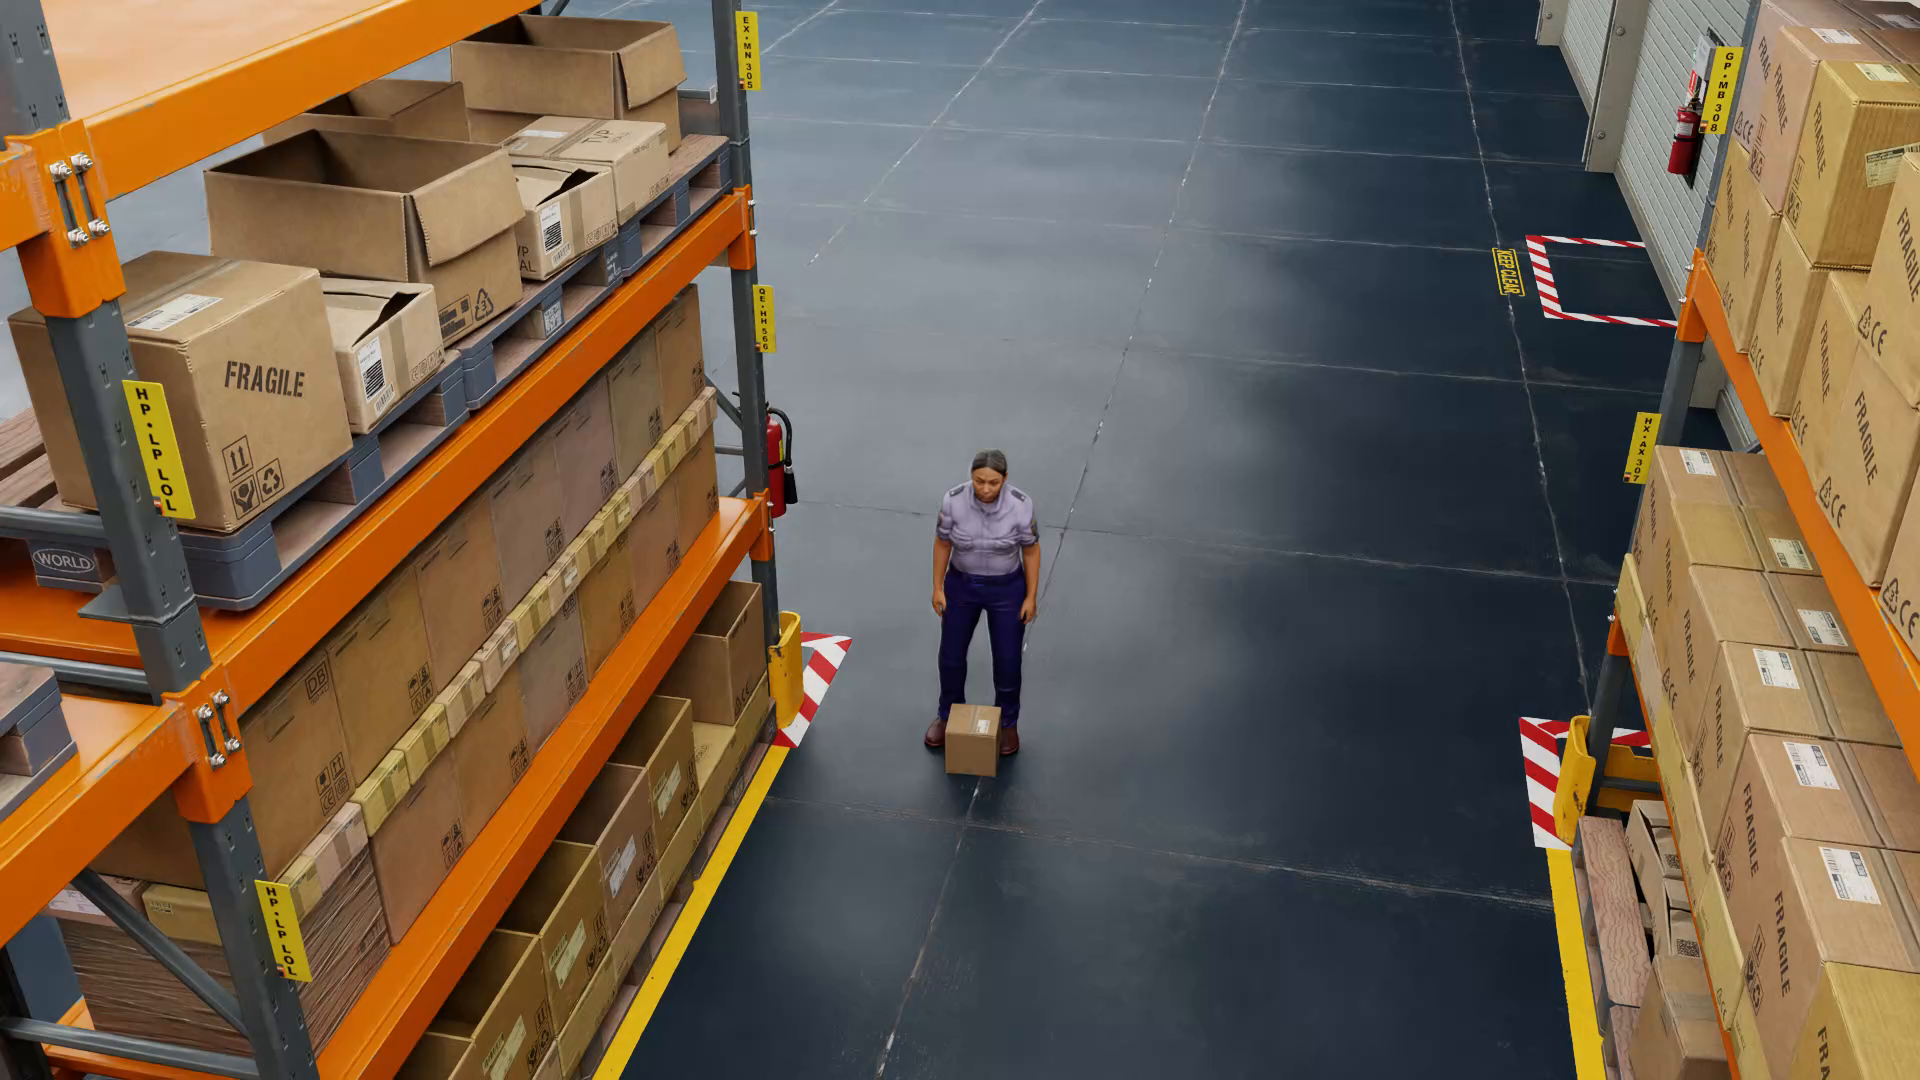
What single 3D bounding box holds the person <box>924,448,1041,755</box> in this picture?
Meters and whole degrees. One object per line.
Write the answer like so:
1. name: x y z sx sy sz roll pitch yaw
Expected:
1. person: 0.108 0.269 8.134 0.552 1.650 0.376 4 29 8
